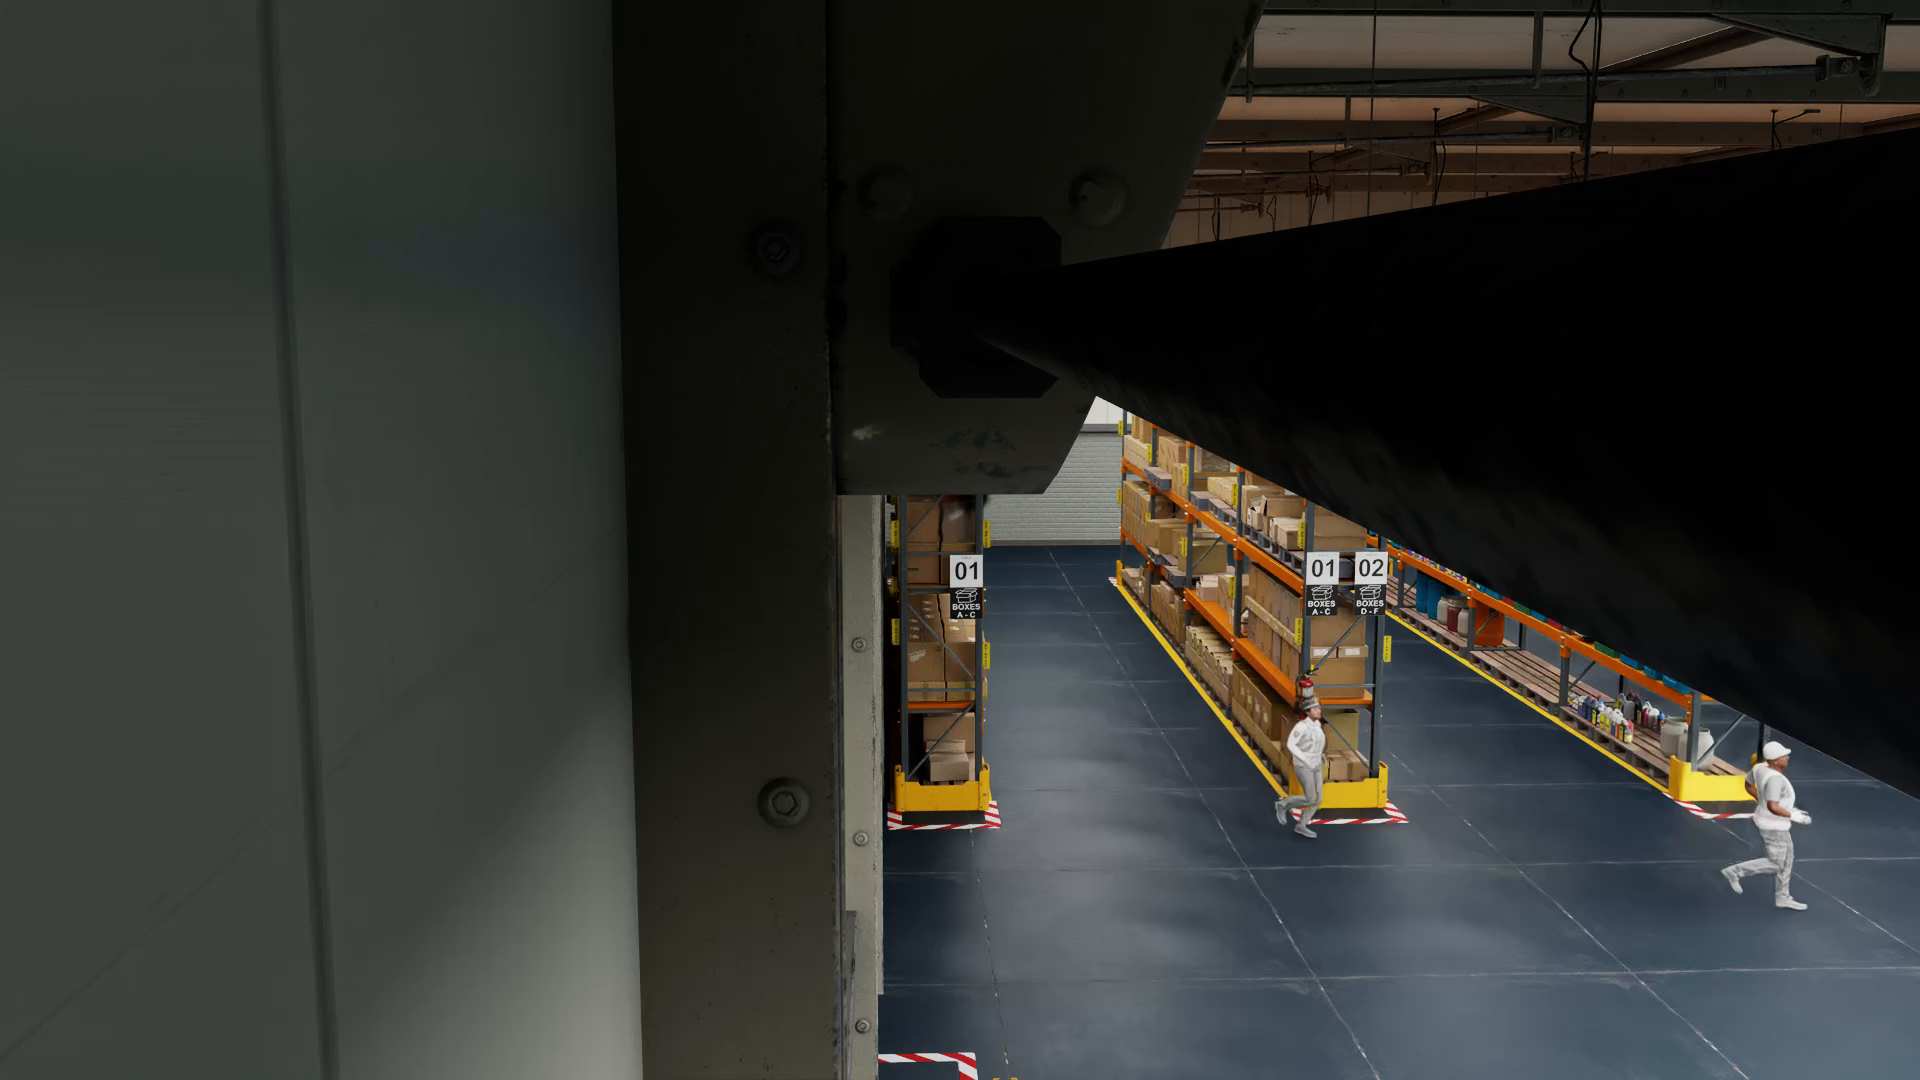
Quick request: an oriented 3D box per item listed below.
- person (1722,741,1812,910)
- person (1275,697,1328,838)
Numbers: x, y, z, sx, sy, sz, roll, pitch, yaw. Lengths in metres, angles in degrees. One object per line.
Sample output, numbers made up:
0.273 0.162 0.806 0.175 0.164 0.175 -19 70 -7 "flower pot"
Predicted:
8.361 2.945 17.201 0.856 1.766 0.682 2 9 15 "person"
4.064 2.645 19.629 0.535 1.657 0.641 8 11 42 "person"
